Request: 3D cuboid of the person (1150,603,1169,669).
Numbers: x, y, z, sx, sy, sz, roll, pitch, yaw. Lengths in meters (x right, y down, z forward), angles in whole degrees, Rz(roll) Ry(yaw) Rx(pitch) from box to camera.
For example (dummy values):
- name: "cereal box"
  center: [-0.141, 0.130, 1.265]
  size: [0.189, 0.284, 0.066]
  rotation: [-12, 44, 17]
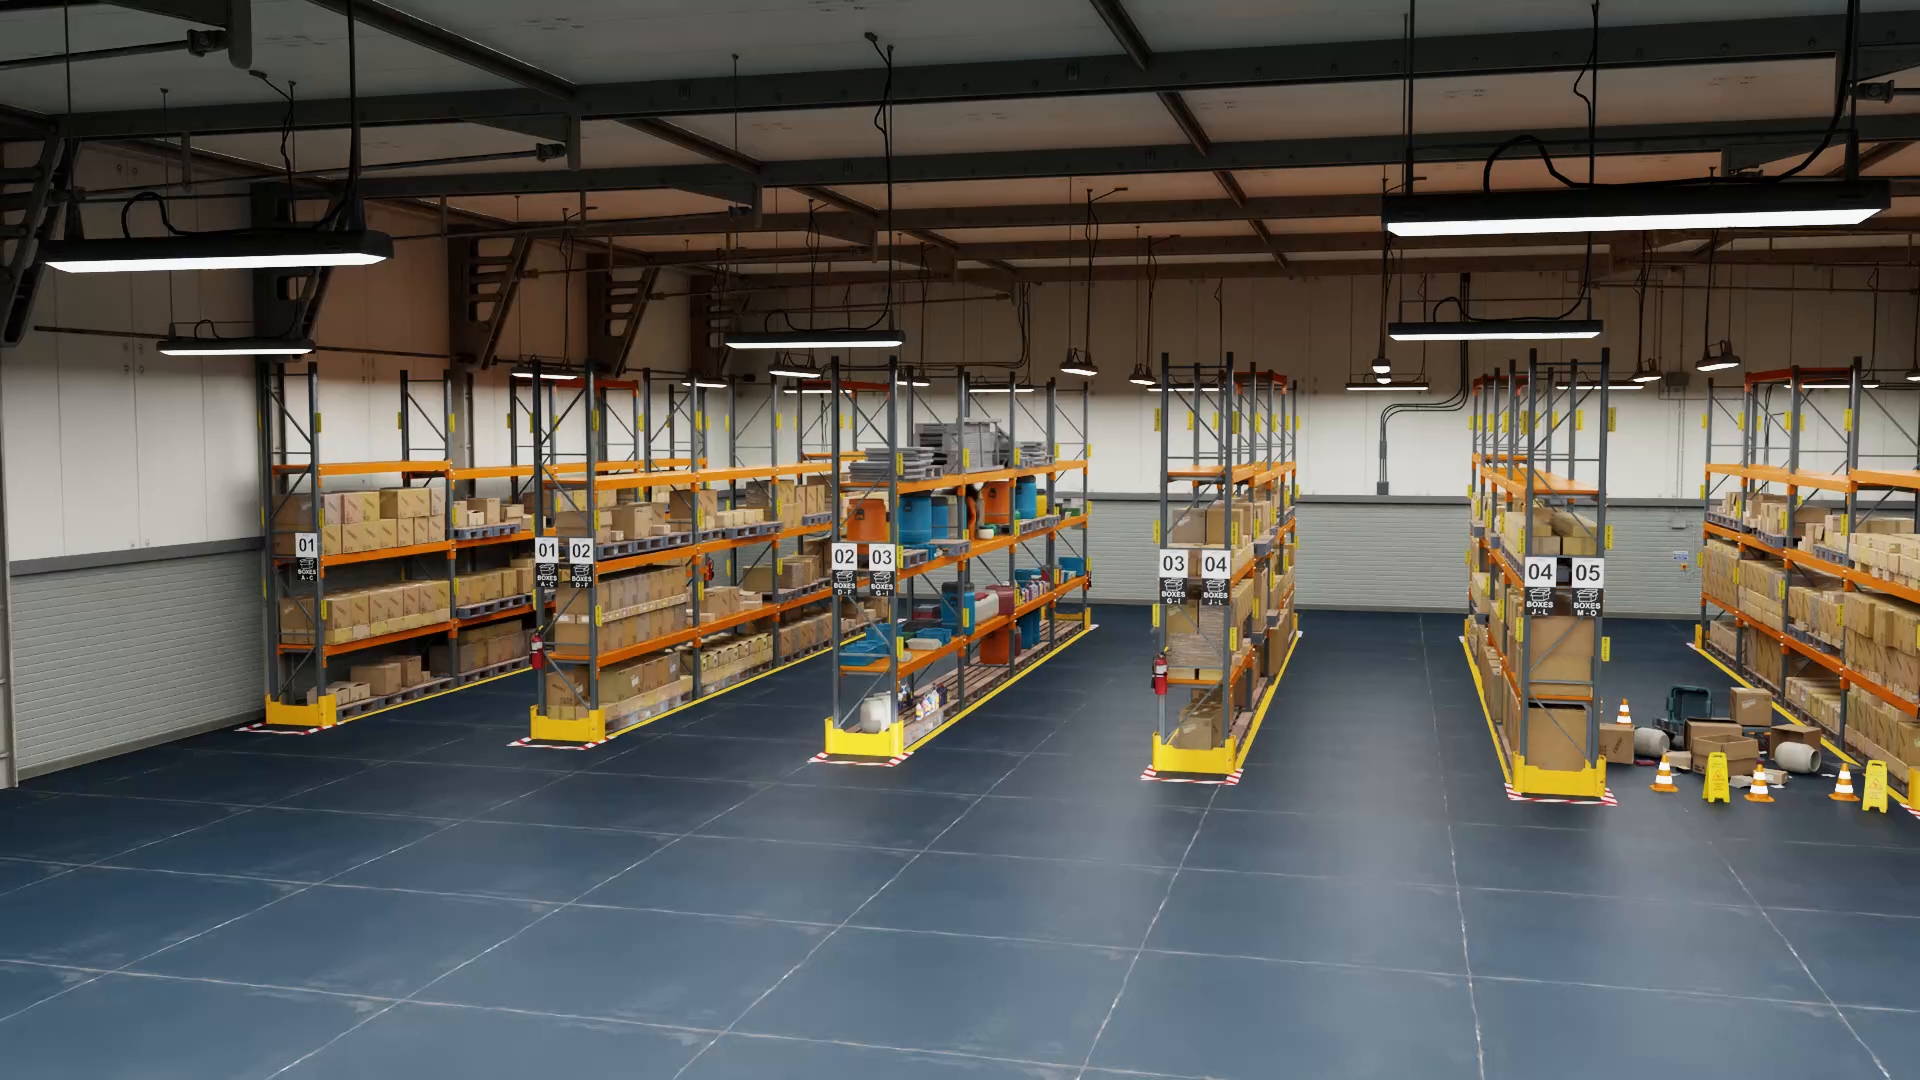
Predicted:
- name: "person"
  center: [4.159, 1.796, 33.357]
  size: [0.659, 1.656, 0.966]
  rotation: [1, 4, 16]
